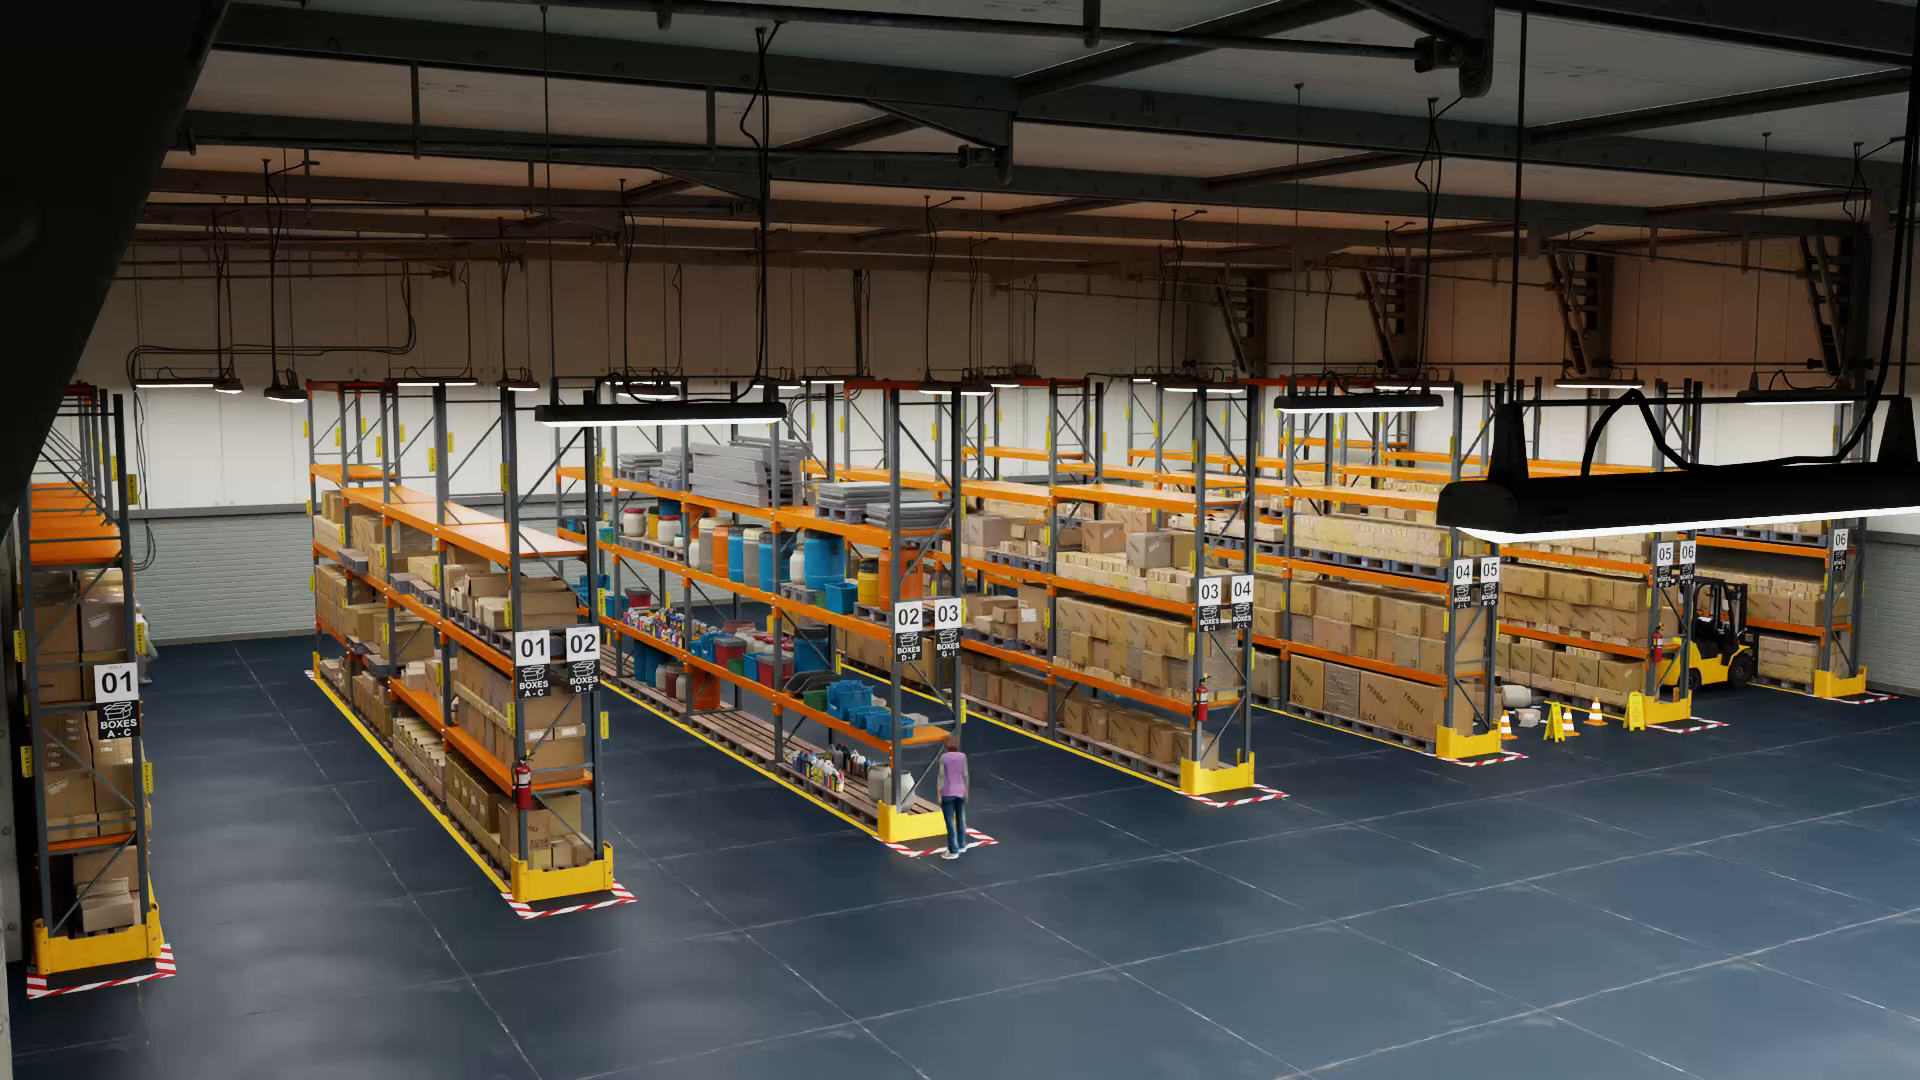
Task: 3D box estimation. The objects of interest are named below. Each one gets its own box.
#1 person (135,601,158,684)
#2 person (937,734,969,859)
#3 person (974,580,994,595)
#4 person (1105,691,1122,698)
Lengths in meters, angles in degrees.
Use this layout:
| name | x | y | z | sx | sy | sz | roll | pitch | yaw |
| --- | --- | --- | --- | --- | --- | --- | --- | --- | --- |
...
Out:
| name | x | y | z | sx | sy | sz | roll | pitch | yaw |
| --- | --- | --- | --- | --- | --- | --- | --- | --- | --- |
| person | -16.087 | 2.004 | 32.712 | 0.445 | 1.662 | 0.533 | 0 | 6 | 4 |
| person | -0.105 | 3.272 | 21.318 | 0.441 | 1.613 | 0.473 | -3 | 7 | -25 |
| person | 0.591 | 0.773 | 44.038 | 0.619 | 1.739 | 0.702 | 3 | 7 | 26 |
| person | 2.817 | 2.005 | 30.918 | 0.596 | 1.781 | 0.482 | 5 | 8 | 41 |
